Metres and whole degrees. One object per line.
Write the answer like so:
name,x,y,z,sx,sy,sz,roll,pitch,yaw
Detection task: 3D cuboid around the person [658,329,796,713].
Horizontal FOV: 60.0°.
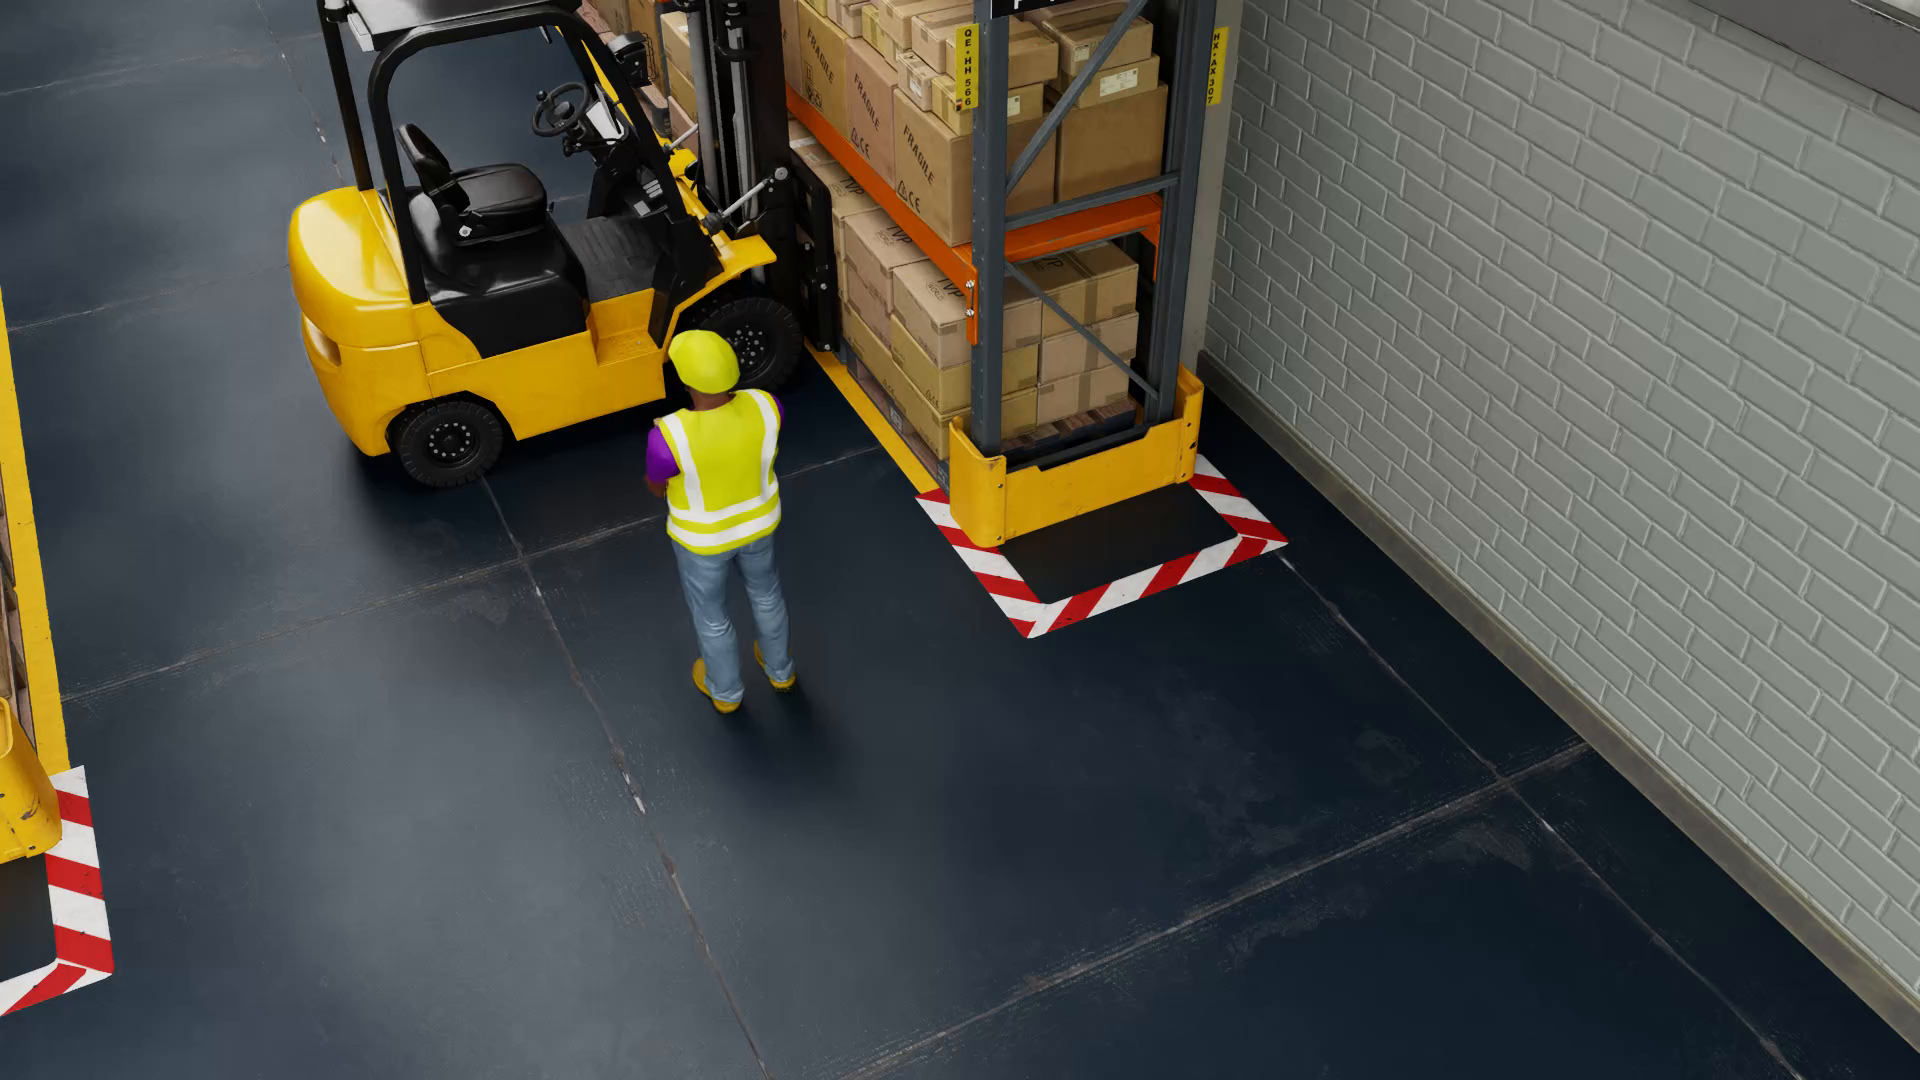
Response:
person,-0.875,-0.071,6.221,0.460,1.769,0.402,-22,45,-23
